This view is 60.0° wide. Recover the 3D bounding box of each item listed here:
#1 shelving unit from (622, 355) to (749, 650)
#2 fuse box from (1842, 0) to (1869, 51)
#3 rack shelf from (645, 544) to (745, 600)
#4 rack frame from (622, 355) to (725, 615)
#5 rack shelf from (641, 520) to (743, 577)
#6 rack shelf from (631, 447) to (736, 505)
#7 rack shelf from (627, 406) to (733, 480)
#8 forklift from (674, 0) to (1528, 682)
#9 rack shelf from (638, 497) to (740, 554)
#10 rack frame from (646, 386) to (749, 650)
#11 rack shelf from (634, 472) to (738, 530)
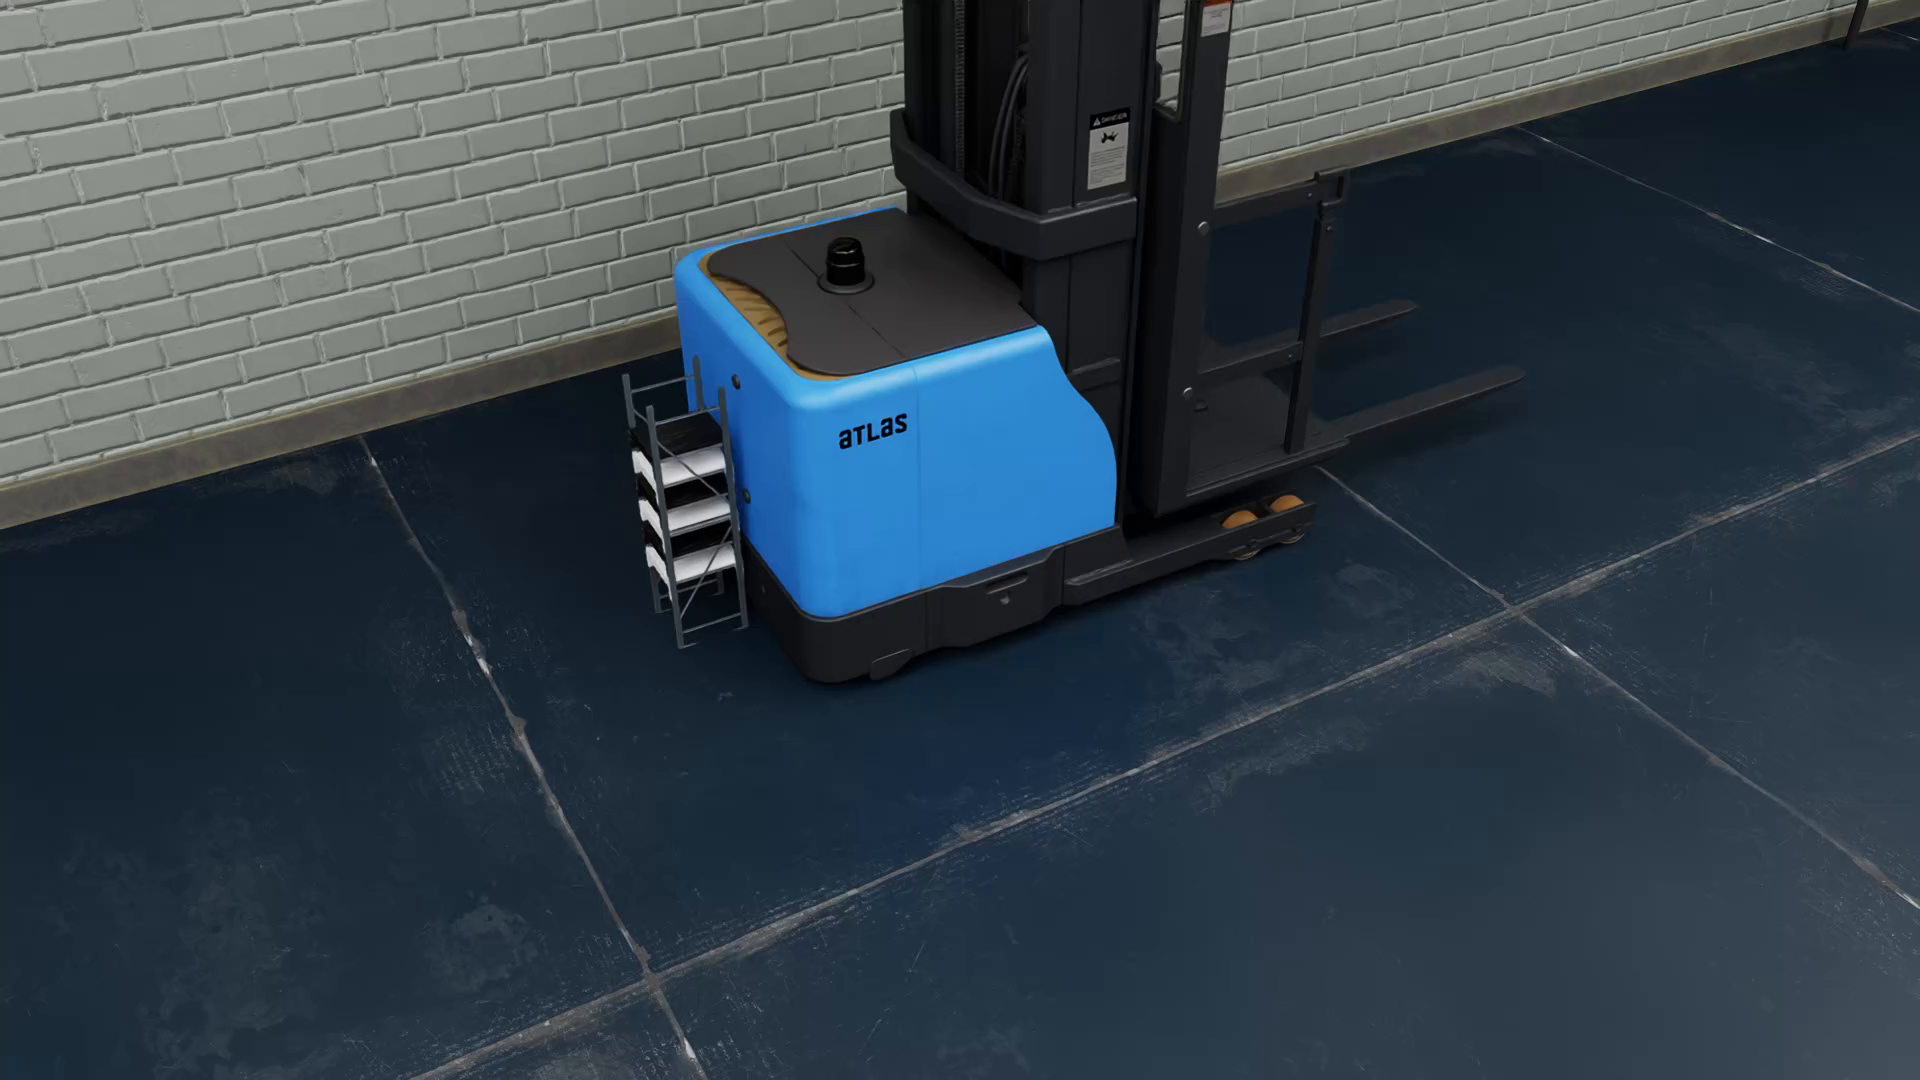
[{"bbox_3d":[-0.838,-0.102,5.127,0.258,0.900,0.210,-18,40,-23],"label":"shelving unit"},{"bbox_3d":[5.184,-3.528,9.129,0.539,1.711,0.414,-19,40,-24],"label":"fuse box"},{"bbox_3d":[-0.838,0.070,5.253,0.258,0.077,0.200,-18,40,-23],"label":"rack shelf"},{"bbox_3d":[-0.887,-0.155,5.199,0.240,0.900,0.006,-18,40,-23],"label":"rack frame"},{"bbox_3d":[-0.838,-0.003,5.199,0.258,0.077,0.200,-18,40,-23],"label":"rack shelf"},{"bbox_3d":[-0.839,-0.221,5.040,0.258,0.077,0.200,-18,40,-23],"label":"rack shelf"},{"bbox_3d":[-0.839,-0.293,4.987,0.258,0.077,0.200,-18,40,-23],"label":"rack shelf"},{"bbox_3d":[0.642,-1.371,5.142,3.031,2.935,1.130,-18,40,-23],"label":"forklift"},{"bbox_3d":[-0.838,-0.075,5.146,0.258,0.077,0.200,-18,40,-23],"label":"rack shelf"},{"bbox_3d":[-0.789,-0.050,5.055,0.240,0.900,0.006,-18,40,-23],"label":"rack frame"},{"bbox_3d":[-0.838,-0.148,5.093,0.258,0.077,0.200,-18,40,-23],"label":"rack shelf"}]
